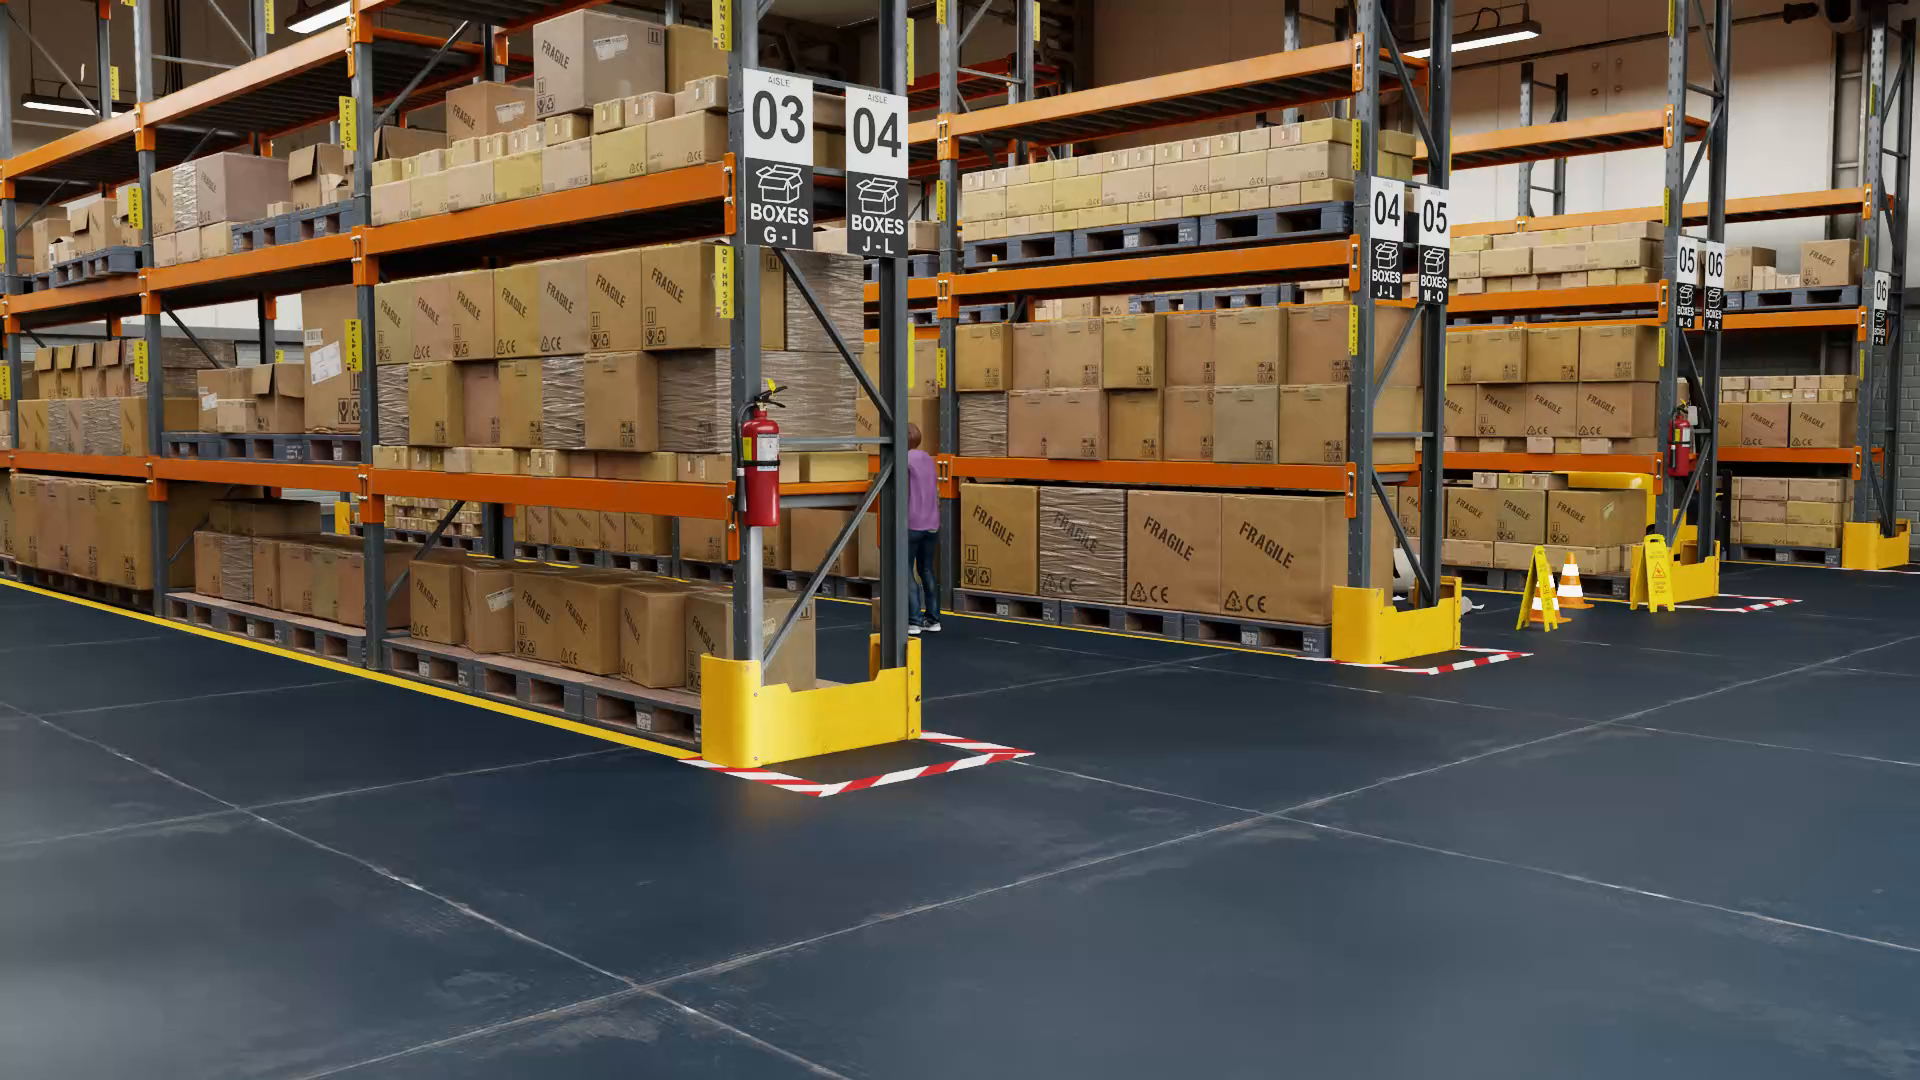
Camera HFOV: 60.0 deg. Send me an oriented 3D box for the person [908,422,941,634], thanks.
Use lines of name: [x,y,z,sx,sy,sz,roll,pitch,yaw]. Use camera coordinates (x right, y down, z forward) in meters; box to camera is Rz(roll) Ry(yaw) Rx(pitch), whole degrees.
person: [-0.334,-0.084,12.515,0.342,1.582,0.485,4,6,43]
